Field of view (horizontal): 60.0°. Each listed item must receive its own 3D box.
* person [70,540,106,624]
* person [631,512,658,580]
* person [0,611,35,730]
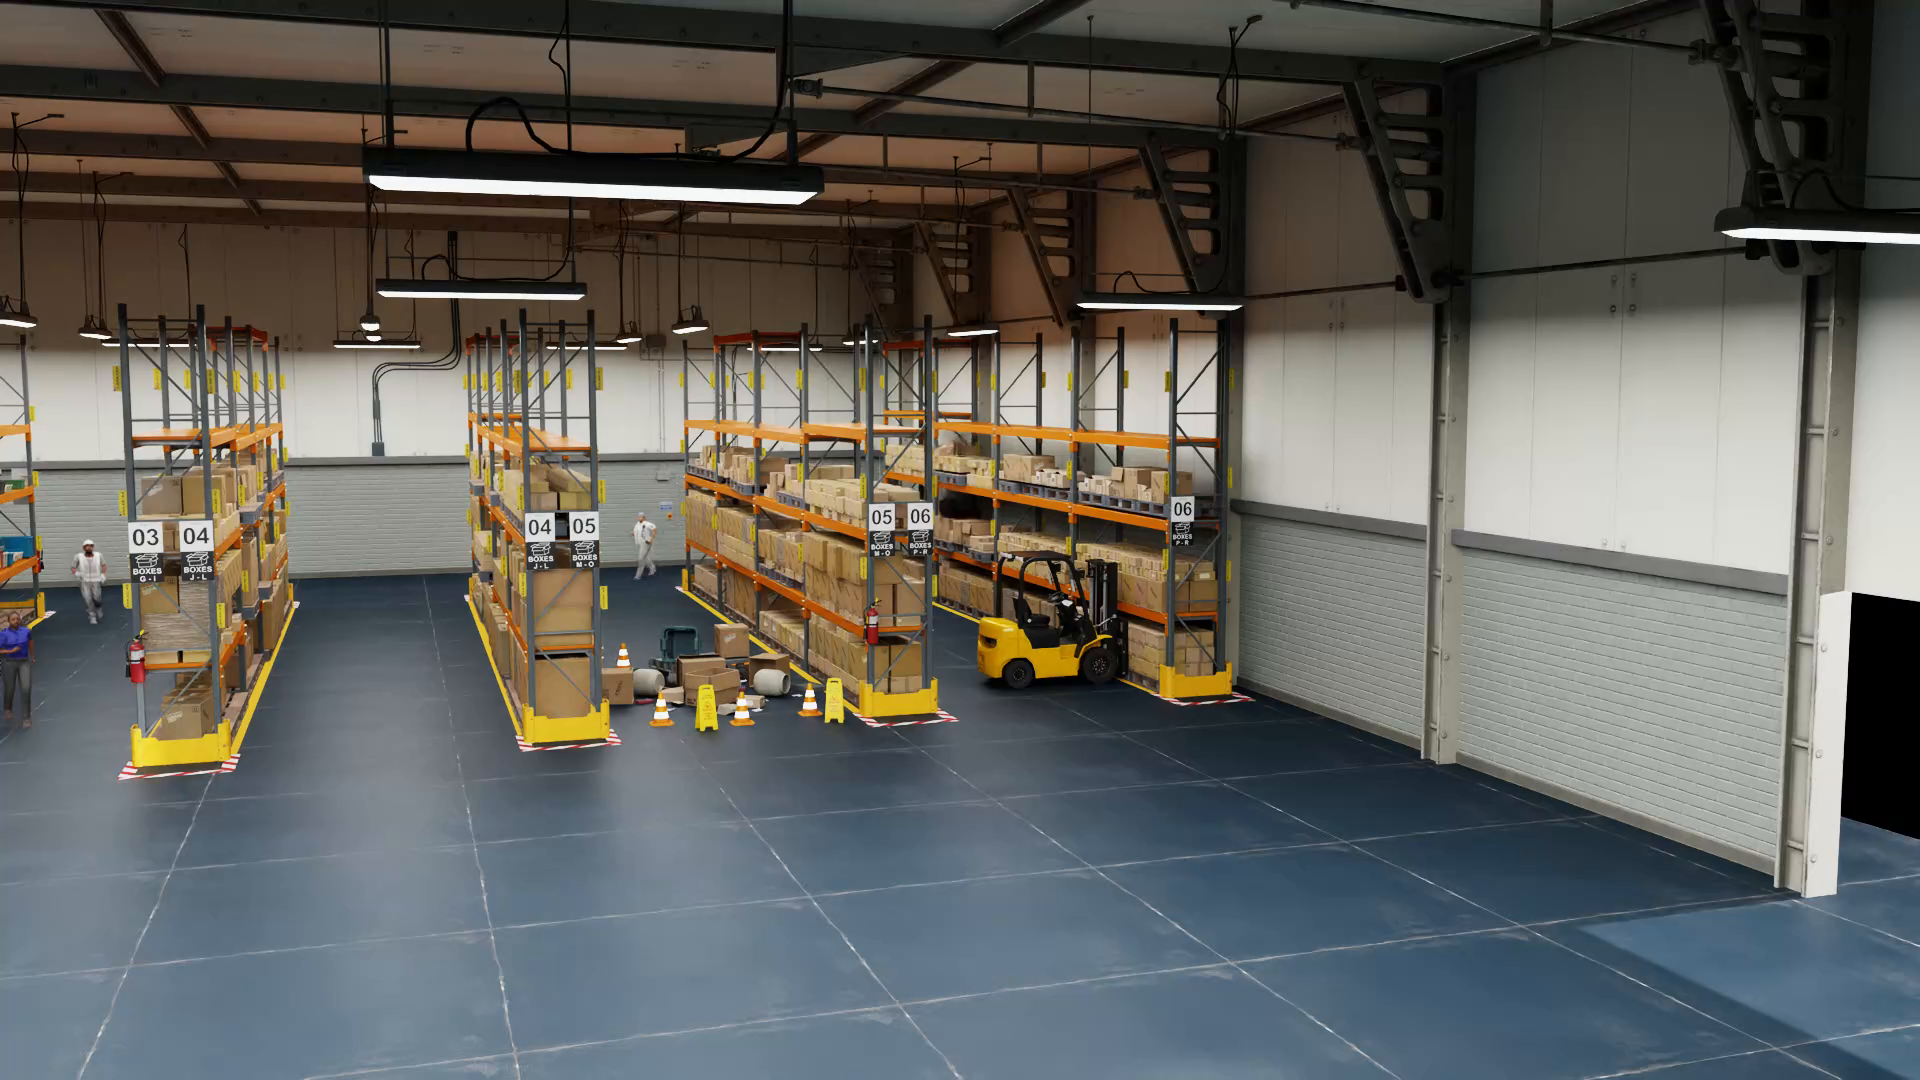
[{"bbox_3d":[-18.043,0.872,34.464,0.667,1.746,0.584,-3,6,-31],"label":"person"},{"bbox_3d":[-8.083,0.137,42.486,0.596,1.705,0.854,5,7,41],"label":"person"},{"bbox_3d":[-13.746,1.865,24.202,0.557,1.681,0.901,-5,7,-41],"label":"person"}]
